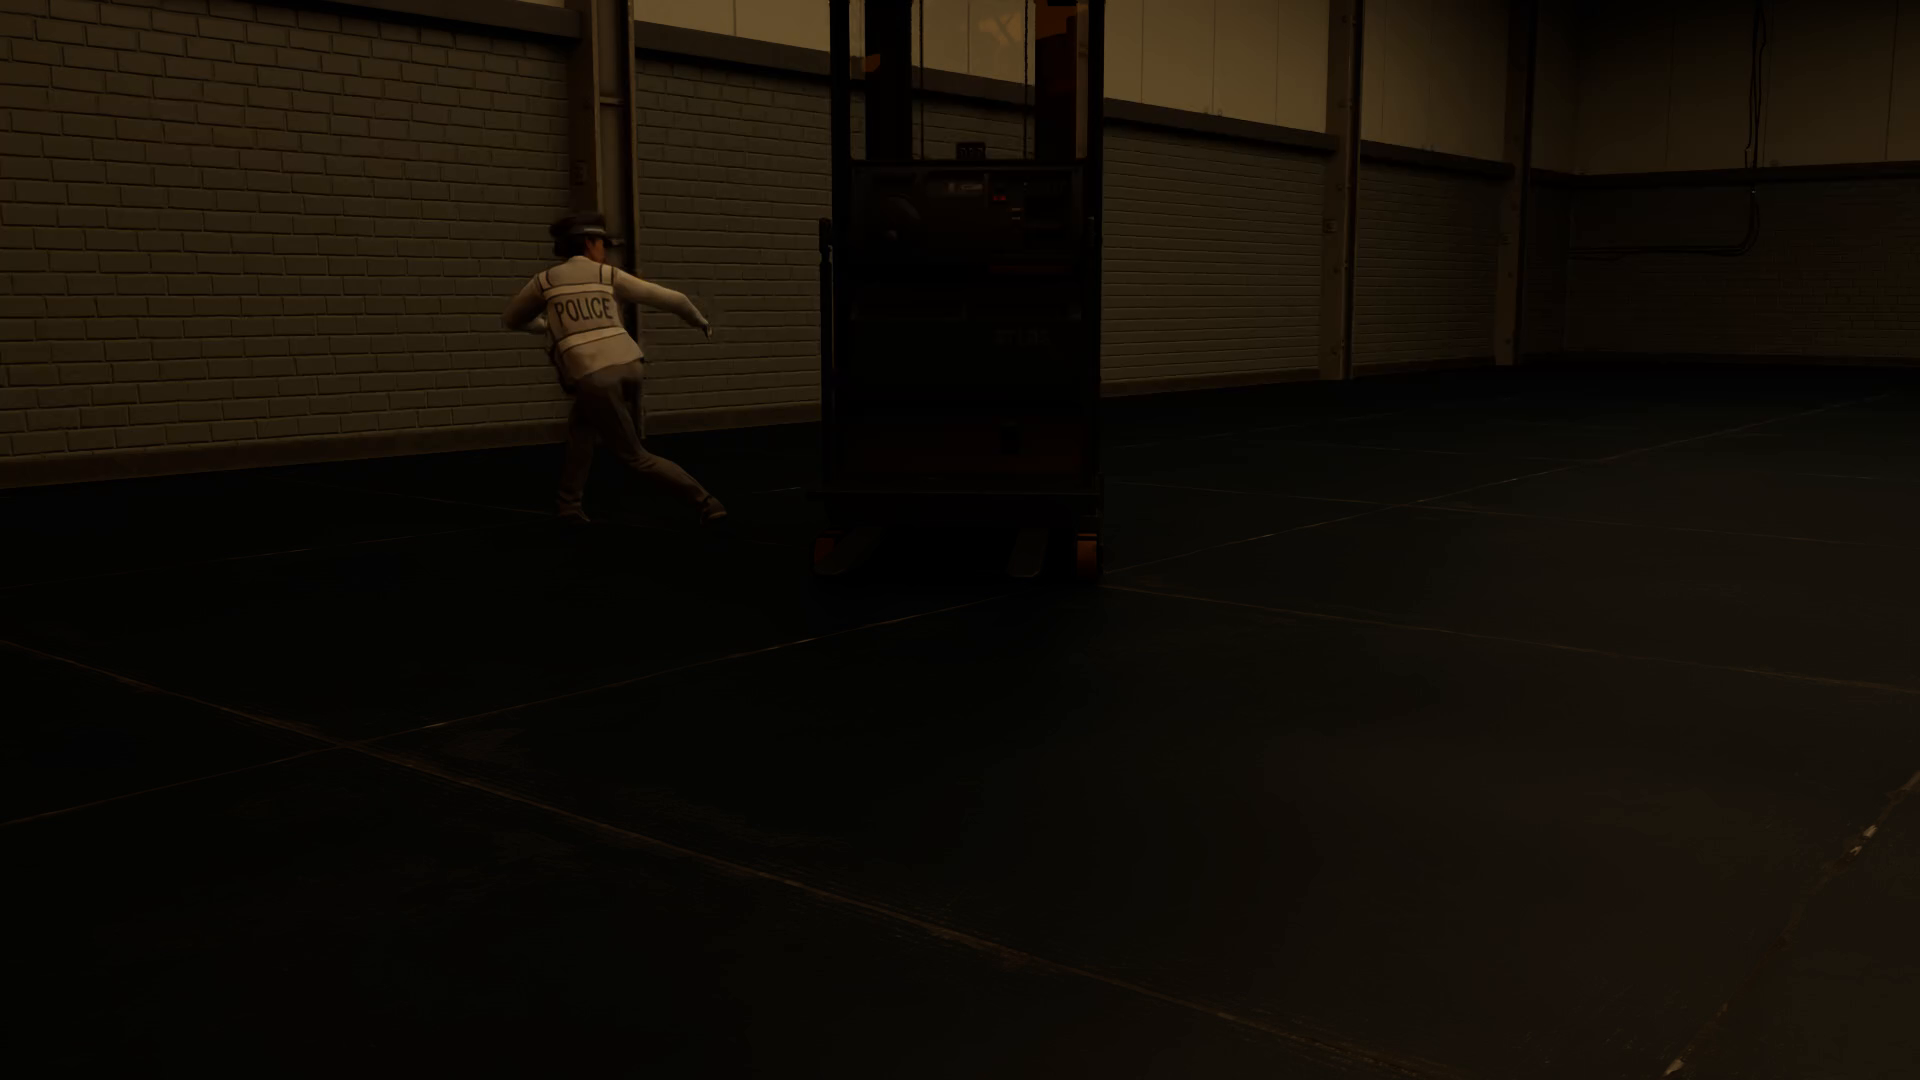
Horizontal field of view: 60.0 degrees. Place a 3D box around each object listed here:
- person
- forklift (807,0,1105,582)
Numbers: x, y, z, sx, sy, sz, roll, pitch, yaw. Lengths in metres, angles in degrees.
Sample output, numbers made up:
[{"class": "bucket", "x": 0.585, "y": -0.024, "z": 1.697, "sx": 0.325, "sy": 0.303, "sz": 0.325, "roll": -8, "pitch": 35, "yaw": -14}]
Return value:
[{"class": "person", "x": -1.569, "y": -0.748, "z": 7.596, "sx": 0.889, "sy": 1.458, "sz": 0.963, "roll": -5, "pitch": 10, "yaw": -32}, {"class": "forklift", "x": 0.009, "y": -1.338, "z": 6.428, "sx": 1.130, "sy": 2.935, "sz": 3.031, "roll": 1, "pitch": 8, "yaw": 5}]
